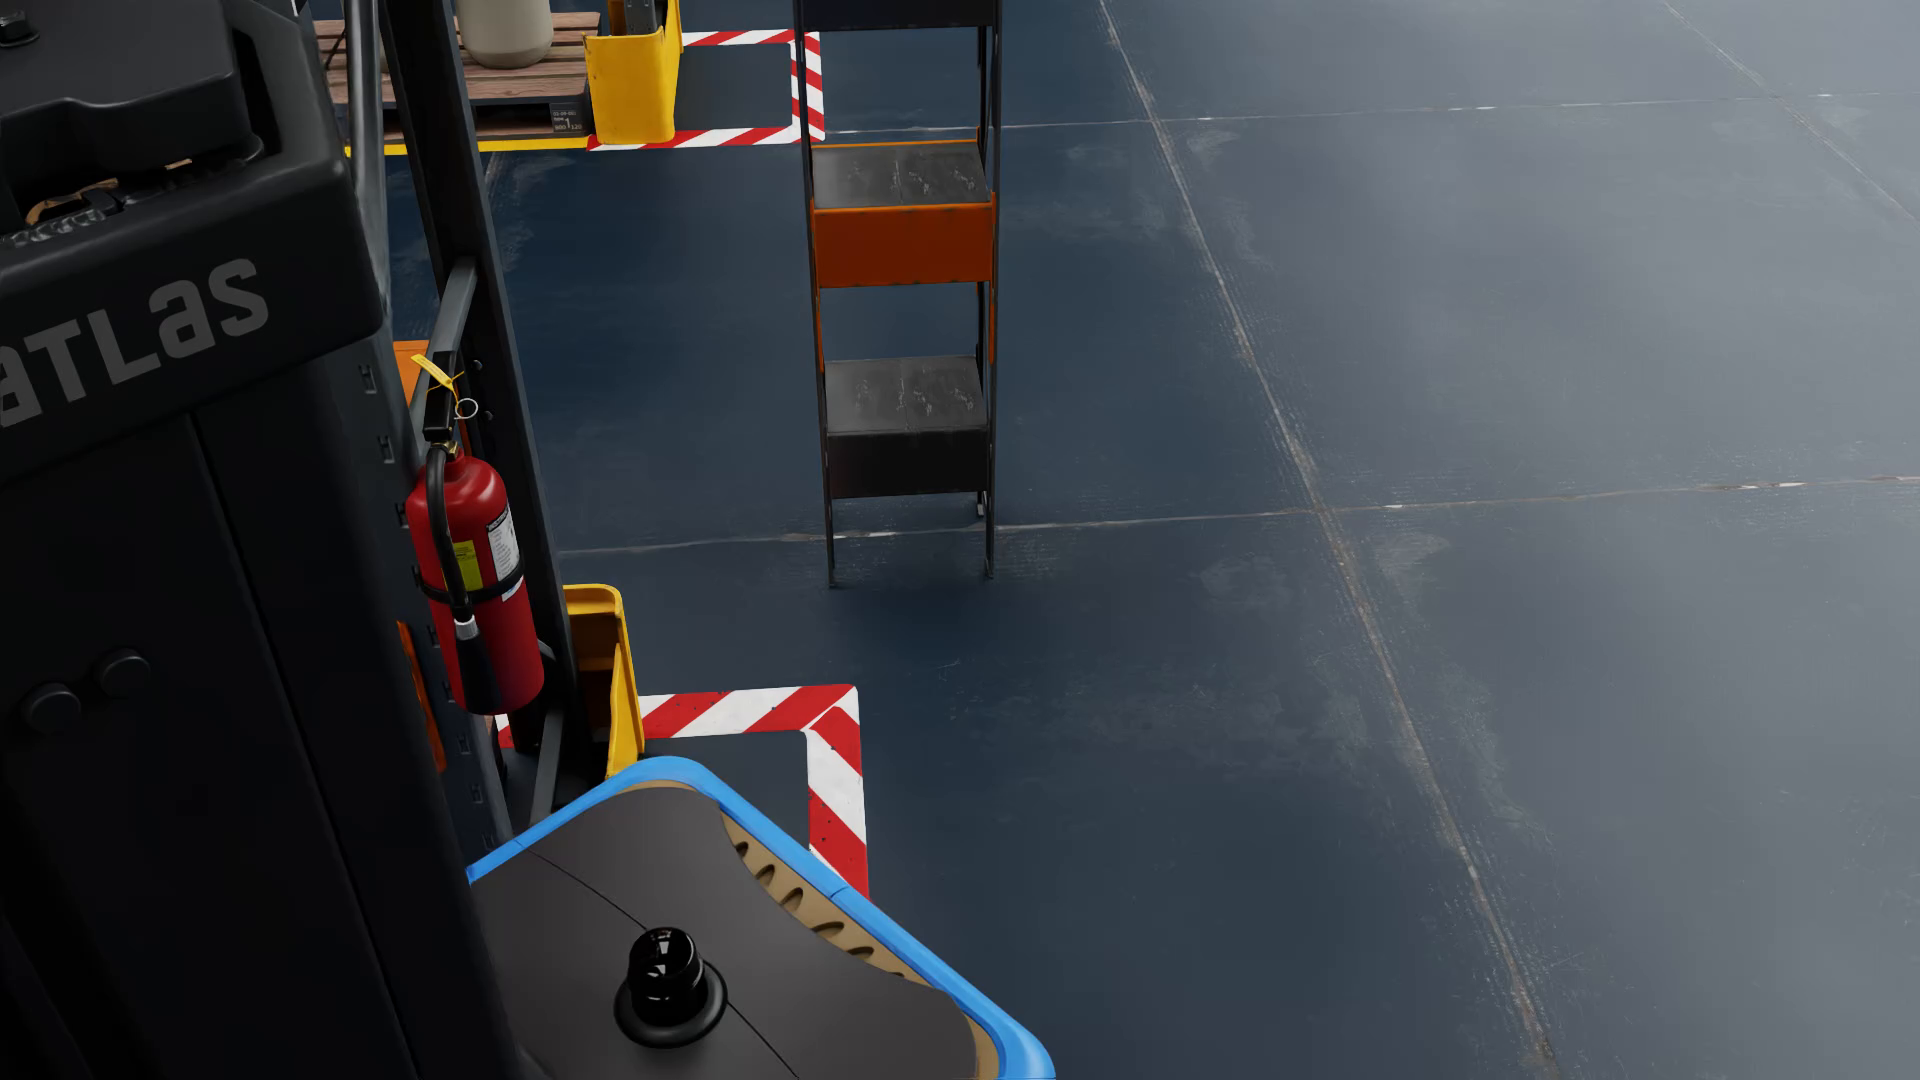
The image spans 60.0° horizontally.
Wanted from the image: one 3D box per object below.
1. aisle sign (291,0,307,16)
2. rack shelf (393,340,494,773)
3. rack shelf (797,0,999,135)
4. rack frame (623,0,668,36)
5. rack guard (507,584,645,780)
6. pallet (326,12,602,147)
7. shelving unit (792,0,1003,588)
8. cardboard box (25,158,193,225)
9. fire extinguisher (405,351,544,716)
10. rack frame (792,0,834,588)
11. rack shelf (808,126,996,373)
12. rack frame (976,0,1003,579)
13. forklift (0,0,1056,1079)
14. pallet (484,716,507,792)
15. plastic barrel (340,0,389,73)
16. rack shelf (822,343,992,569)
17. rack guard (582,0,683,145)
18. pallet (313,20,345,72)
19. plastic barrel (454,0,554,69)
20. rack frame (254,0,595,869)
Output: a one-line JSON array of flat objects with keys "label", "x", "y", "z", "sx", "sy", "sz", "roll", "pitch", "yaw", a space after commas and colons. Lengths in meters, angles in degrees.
[{"label": "aisle sign", "x": -0.924, "y": -1.146, "z": 2.182, "sx": 0.004, "sy": 0.787, "sz": 0.394, "roll": -3, "pitch": 38, "yaw": -4}, {"label": "rack shelf", "x": -3.008, "y": 0.089, "z": 3.297, "sx": 4.000, "sy": 0.370, "sz": 1.077, "roll": -3, "pitch": 38, "yaw": -4}, {"label": "rack shelf", "x": -0.165, "y": -1.354, "z": 4.163, "sx": 0.480, "sy": 0.518, "sz": 0.431, "roll": -3, "pitch": 38, "yaw": -4}, {"label": "rack frame", "x": -1.451, "y": -3.360, "z": 7.086, "sx": 0.127, "sy": 3.000, "sz": 1.000, "roll": -3, "pitch": 38, "yaw": -4}, {"label": "rack guard", "x": -0.992, "y": 0.677, "z": 3.989, "sx": 0.348, "sy": 0.500, "sz": 1.175, "roll": -3, "pitch": 38, "yaw": -4}, {"label": "pallet", "x": -2.332, "y": -2.190, "z": 7.856, "sx": 1.213, "sy": 0.211, "sz": 1.003, "roll": -3, "pitch": 38, "yaw": -4}, {"label": "shelving unit", "x": -0.165, "y": -0.815, "z": 4.588, "sx": 0.503, "sy": 2.100, "sz": 0.431, "roll": -3, "pitch": 38, "yaw": -4}, {"label": "cardboard box", "x": -1.534, "y": -0.831, "z": 2.754, "sx": 0.500, "sy": 0.500, "sz": 0.700, "roll": -3, "pitch": 38, "yaw": -4}, {"label": "fire extinguisher", "x": -0.857, "y": 0.007, "z": 2.882, "sx": 0.183, "sy": 0.674, "sz": 0.296, "roll": -3, "pitch": 38, "yaw": -4}, {"label": "rack frame", "x": -0.408, "y": -0.802, "z": 4.571, "sx": 0.015, "sy": 2.100, "sz": 0.400, "roll": -3, "pitch": 38, "yaw": -4}, {"label": "rack shelf", "x": -0.165, "y": -0.805, "z": 4.597, "sx": 0.480, "sy": 0.518, "sz": 0.431, "roll": -3, "pitch": 38, "yaw": -4}, {"label": "rack frame", "x": 0.078, "y": -0.829, "z": 4.605, "sx": 0.015, "sy": 2.100, "sz": 0.400, "roll": -3, "pitch": 38, "yaw": -4}, {"label": "forklift", "x": -1.231, "y": 0.920, "z": 1.718, "sx": 1.130, "sy": 2.935, "sz": 3.031, "roll": 32, "pitch": 48, "yaw": 34}, {"label": "pallet", "x": -1.774, "y": 0.859, "z": 3.991, "sx": 1.213, "sy": 0.211, "sz": 1.003, "roll": -3, "pitch": 38, "yaw": -4}, {"label": "plastic barrel", "x": -2.599, "y": -2.437, "z": 7.587, "sx": 0.421, "sy": 0.512, "sz": 0.421, "roll": 0, "pitch": 38, "yaw": 0}, {"label": "rack shelf", "x": -0.165, "y": -0.255, "z": 5.030, "sx": 0.480, "sy": 0.518, "sz": 0.431, "roll": -3, "pitch": 38, "yaw": -4}, {"label": "rack guard", "x": -1.522, "y": -2.345, "z": 7.819, "sx": 0.348, "sy": 0.500, "sz": 1.175, "roll": -3, "pitch": 38, "yaw": -4}, {"label": "pallet", "x": -3.544, "y": -2.125, "z": 7.773, "sx": 1.213, "sy": 0.211, "sz": 1.003, "roll": -3, "pitch": 38, "yaw": -4}, {"label": "plastic barrel", "x": -2.099, "y": -2.465, "z": 7.621, "sx": 0.421, "sy": 0.512, "sz": 0.421, "roll": 0, "pitch": 38, "yaw": 0}, {"label": "rack frame", "x": -1.016, "y": -0.303, "z": 3.213, "sx": 0.127, "sy": 3.000, "sz": 1.000, "roll": -3, "pitch": 38, "yaw": -4}]
